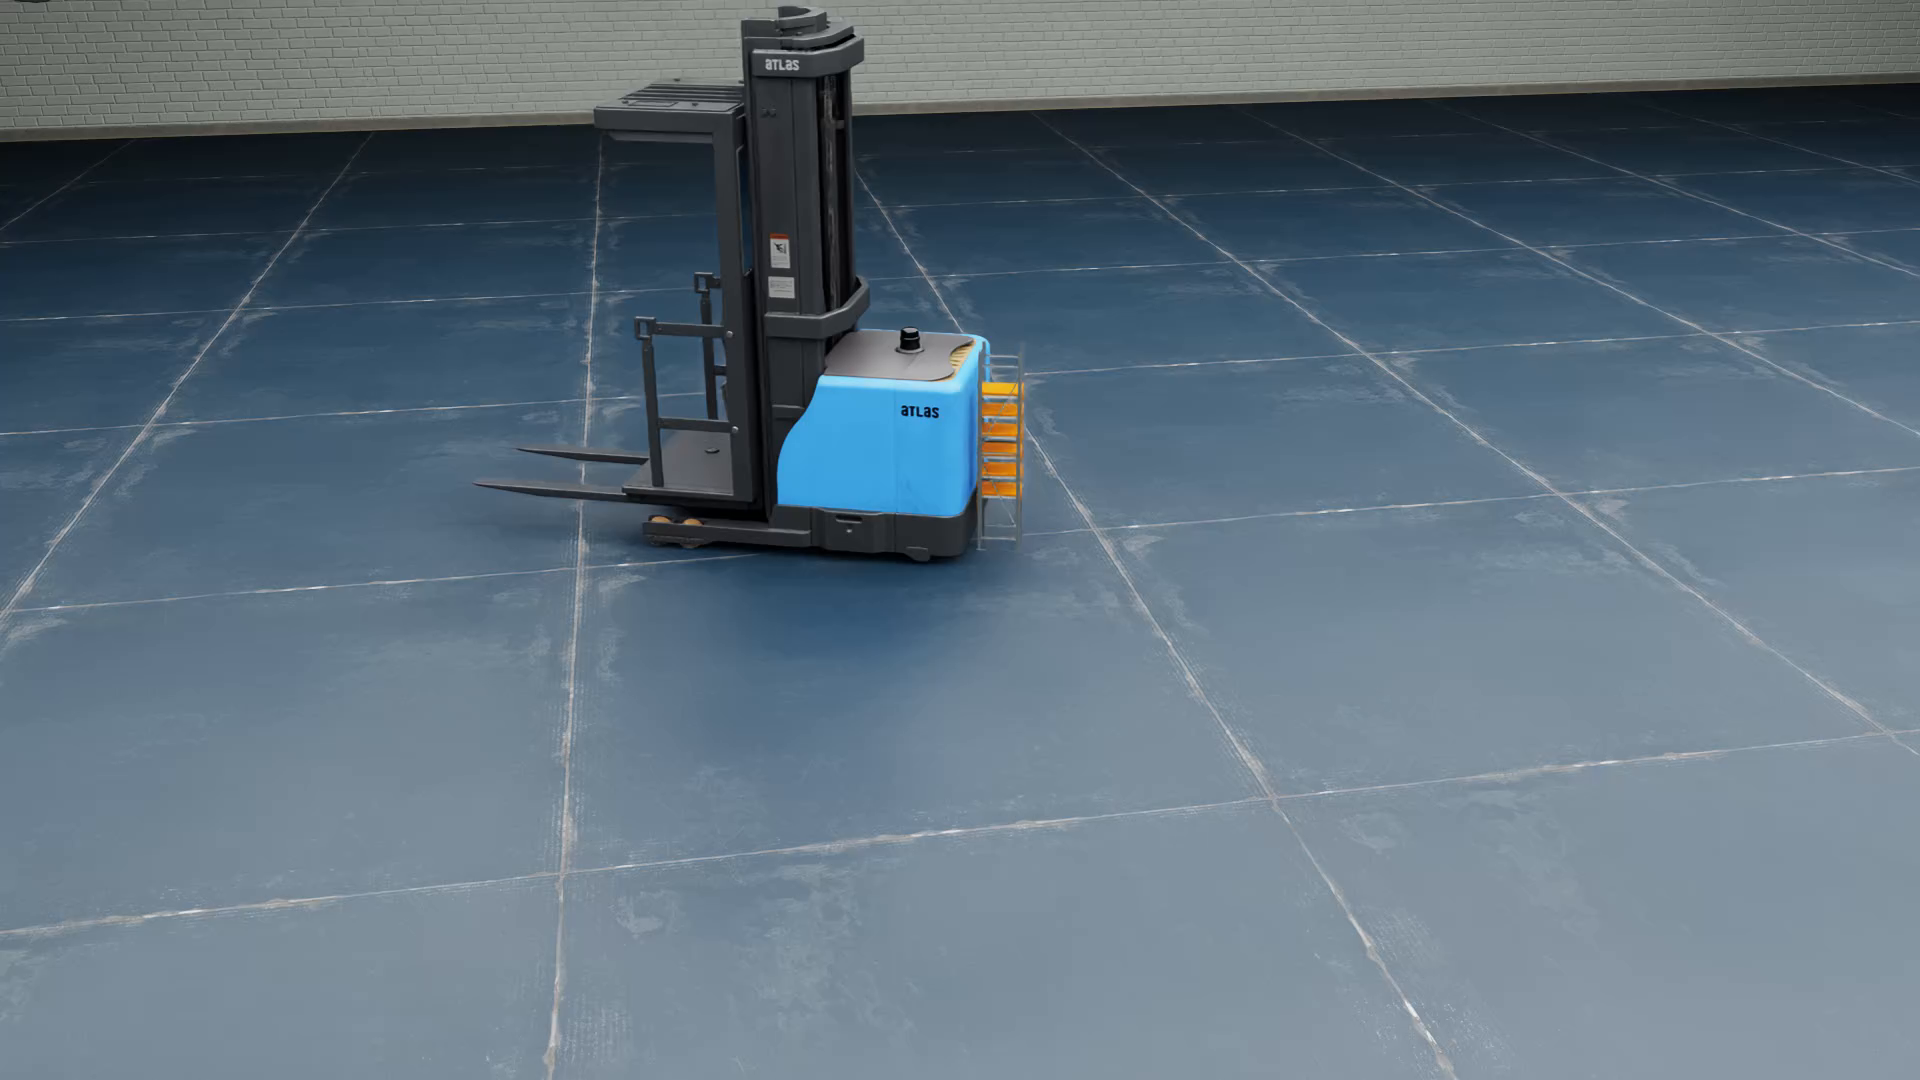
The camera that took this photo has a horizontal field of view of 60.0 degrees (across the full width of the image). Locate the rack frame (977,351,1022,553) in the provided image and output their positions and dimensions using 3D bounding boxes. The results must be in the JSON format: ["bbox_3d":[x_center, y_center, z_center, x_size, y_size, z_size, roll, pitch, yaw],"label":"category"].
[{"bbox_3d":[0.221,-0.484,9.359,0.240,1.200,0.006,3,24,6],"label":"rack frame"}]

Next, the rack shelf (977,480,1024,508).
[{"bbox_3d":[0.231,-0.260,9.556,0.258,0.103,0.180,3,24,6],"label":"rack shelf"}]

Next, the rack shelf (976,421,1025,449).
[{"bbox_3d":[0.231,-0.589,9.412,0.258,0.103,0.180,3,24,6],"label":"rack shelf"}]

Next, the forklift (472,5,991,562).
[{"bbox_3d":[-1.381,-1.497,9.515,3.031,2.935,1.130,4,24,10],"label":"forklift"}]

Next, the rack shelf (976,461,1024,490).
[{"bbox_3d":[0.231,-0.370,9.508,0.258,0.103,0.180,3,24,6],"label":"rack shelf"}]

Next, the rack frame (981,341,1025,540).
[{"bbox_3d":[0.242,-0.557,9.525,0.240,1.200,0.006,3,24,6],"label":"rack frame"}]

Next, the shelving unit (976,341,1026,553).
[{"bbox_3d":[0.231,-0.520,9.442,0.258,1.200,0.189,3,24,6],"label":"shelving unit"}]

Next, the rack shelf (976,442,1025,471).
[{"bbox_3d":[0.231,-0.479,9.460,0.258,0.103,0.180,3,24,6],"label":"rack shelf"}]

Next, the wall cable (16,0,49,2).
[{"bbox_3d":[-12.773,-7.829,20.312,3.097,2.526,0.112,-4,24,-10],"label":"wall cable"}]

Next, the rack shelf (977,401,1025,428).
[{"bbox_3d":[0.231,-0.699,9.364,0.258,0.103,0.180,3,24,6],"label":"rack shelf"}]

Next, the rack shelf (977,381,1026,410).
[{"bbox_3d":[0.231,-0.809,9.316,0.258,0.103,0.180,3,24,6],"label":"rack shelf"}]
